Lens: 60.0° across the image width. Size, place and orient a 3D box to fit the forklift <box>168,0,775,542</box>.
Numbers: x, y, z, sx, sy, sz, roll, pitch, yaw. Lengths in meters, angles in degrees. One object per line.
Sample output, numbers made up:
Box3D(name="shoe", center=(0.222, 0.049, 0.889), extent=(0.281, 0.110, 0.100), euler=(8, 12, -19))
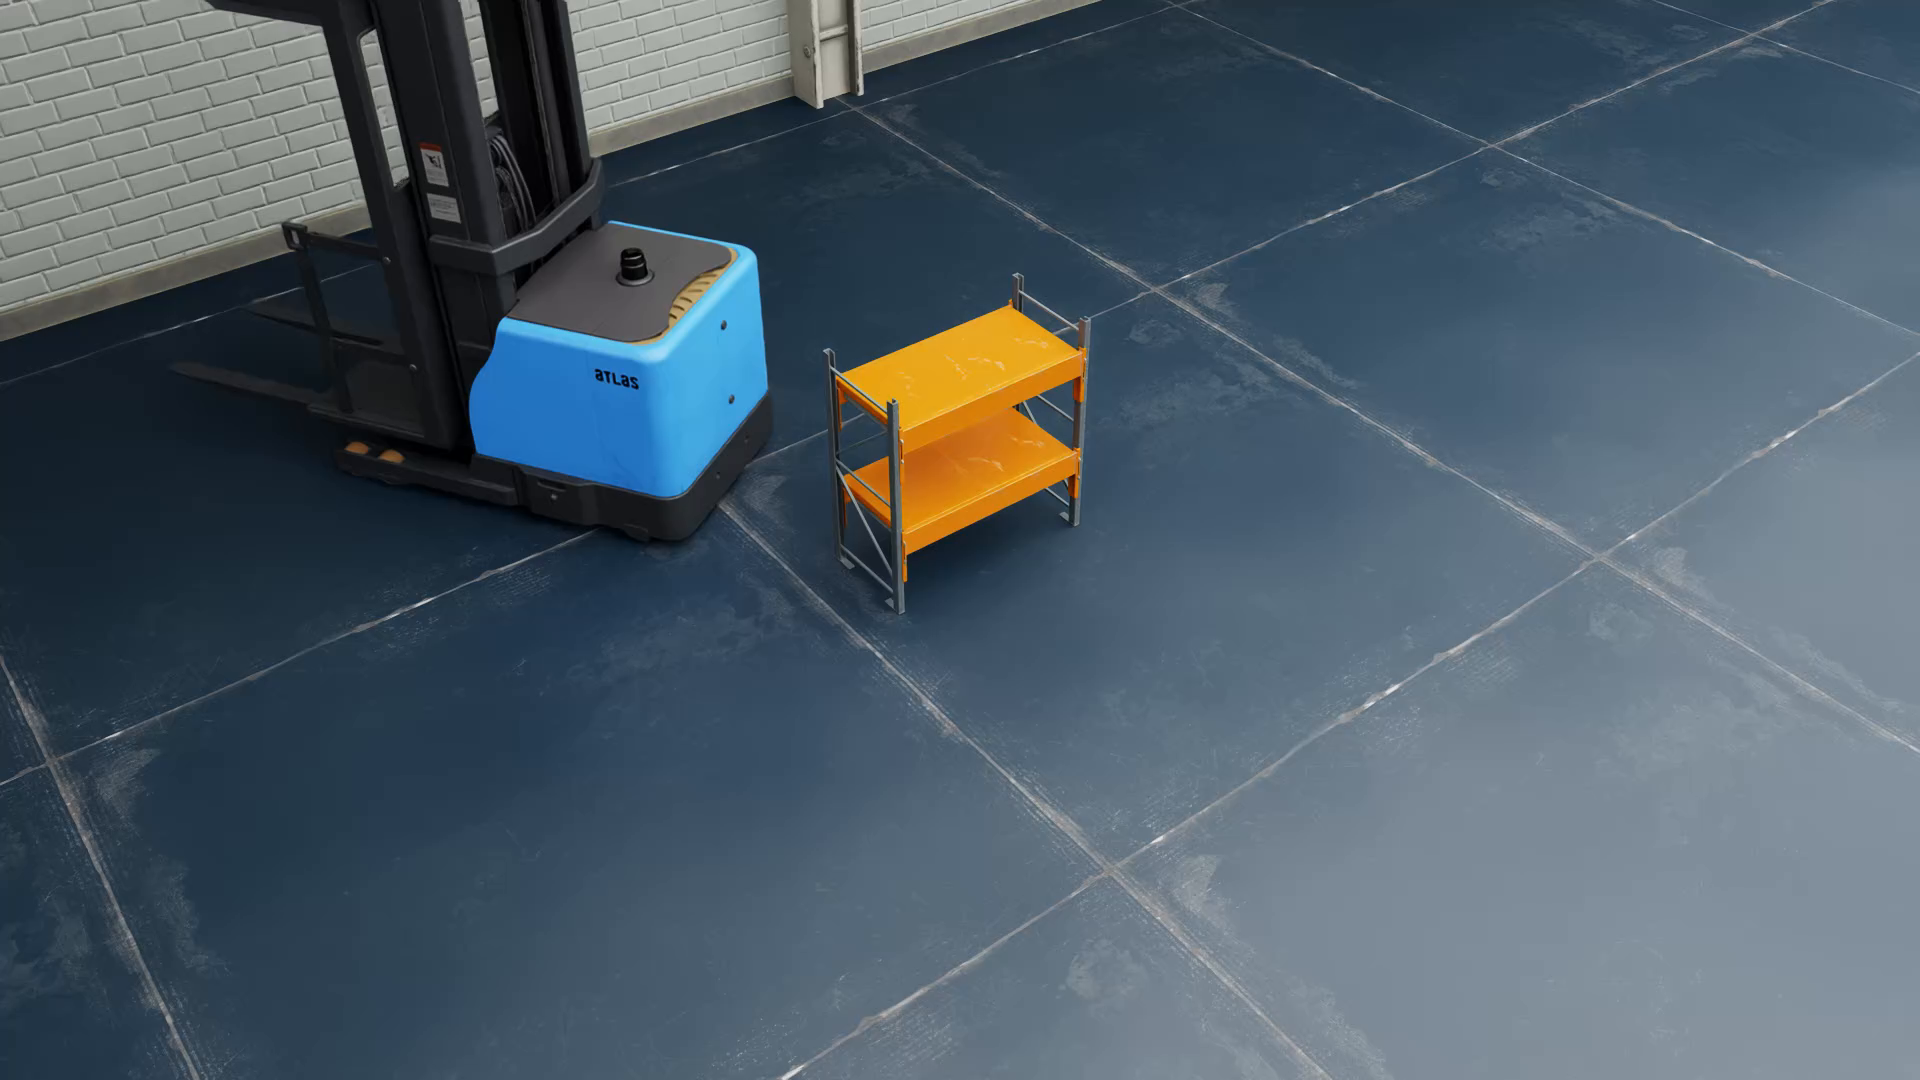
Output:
Box3D(name="forklift", center=(-2.500, -1.701, 7.512), extent=(3.031, 2.935, 1.130), euler=(13, 41, 16))

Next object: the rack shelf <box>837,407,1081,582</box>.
Box3D(name="rack shelf", center=(-0.005, -0.243, 7.545), extent=(1.000, 0.278, 0.538), euler=(-26, 46, -28))

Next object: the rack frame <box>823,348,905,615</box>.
Box3D(name="rack frame", center=(-0.408, -0.236, 7.151), extent=(0.032, 1.125, 0.500), euler=(-26, 46, -28))

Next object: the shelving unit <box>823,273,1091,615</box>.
Box3D(name="shelving unit", center=(-0.005, -0.432, 7.390), extent=(1.048, 1.125, 0.538), euler=(-26, 46, -28))

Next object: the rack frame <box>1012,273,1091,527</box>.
Box3D(name="rack frame", center=(0.398, -0.629, 7.630), extent=(0.032, 1.125, 0.500), euler=(-26, 46, -28))

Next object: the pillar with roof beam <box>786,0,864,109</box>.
Box3D(name="pillar with roof beam", center=(1.712, -4.406, 6.026), extent=(0.400, 9.000, 9.100), euler=(-26, 46, -28))

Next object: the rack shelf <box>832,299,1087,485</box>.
Box3D(name="rack shelf", center=(-0.005, -0.659, 7.204), extent=(1.000, 0.278, 0.538), euler=(-26, 46, -28))
